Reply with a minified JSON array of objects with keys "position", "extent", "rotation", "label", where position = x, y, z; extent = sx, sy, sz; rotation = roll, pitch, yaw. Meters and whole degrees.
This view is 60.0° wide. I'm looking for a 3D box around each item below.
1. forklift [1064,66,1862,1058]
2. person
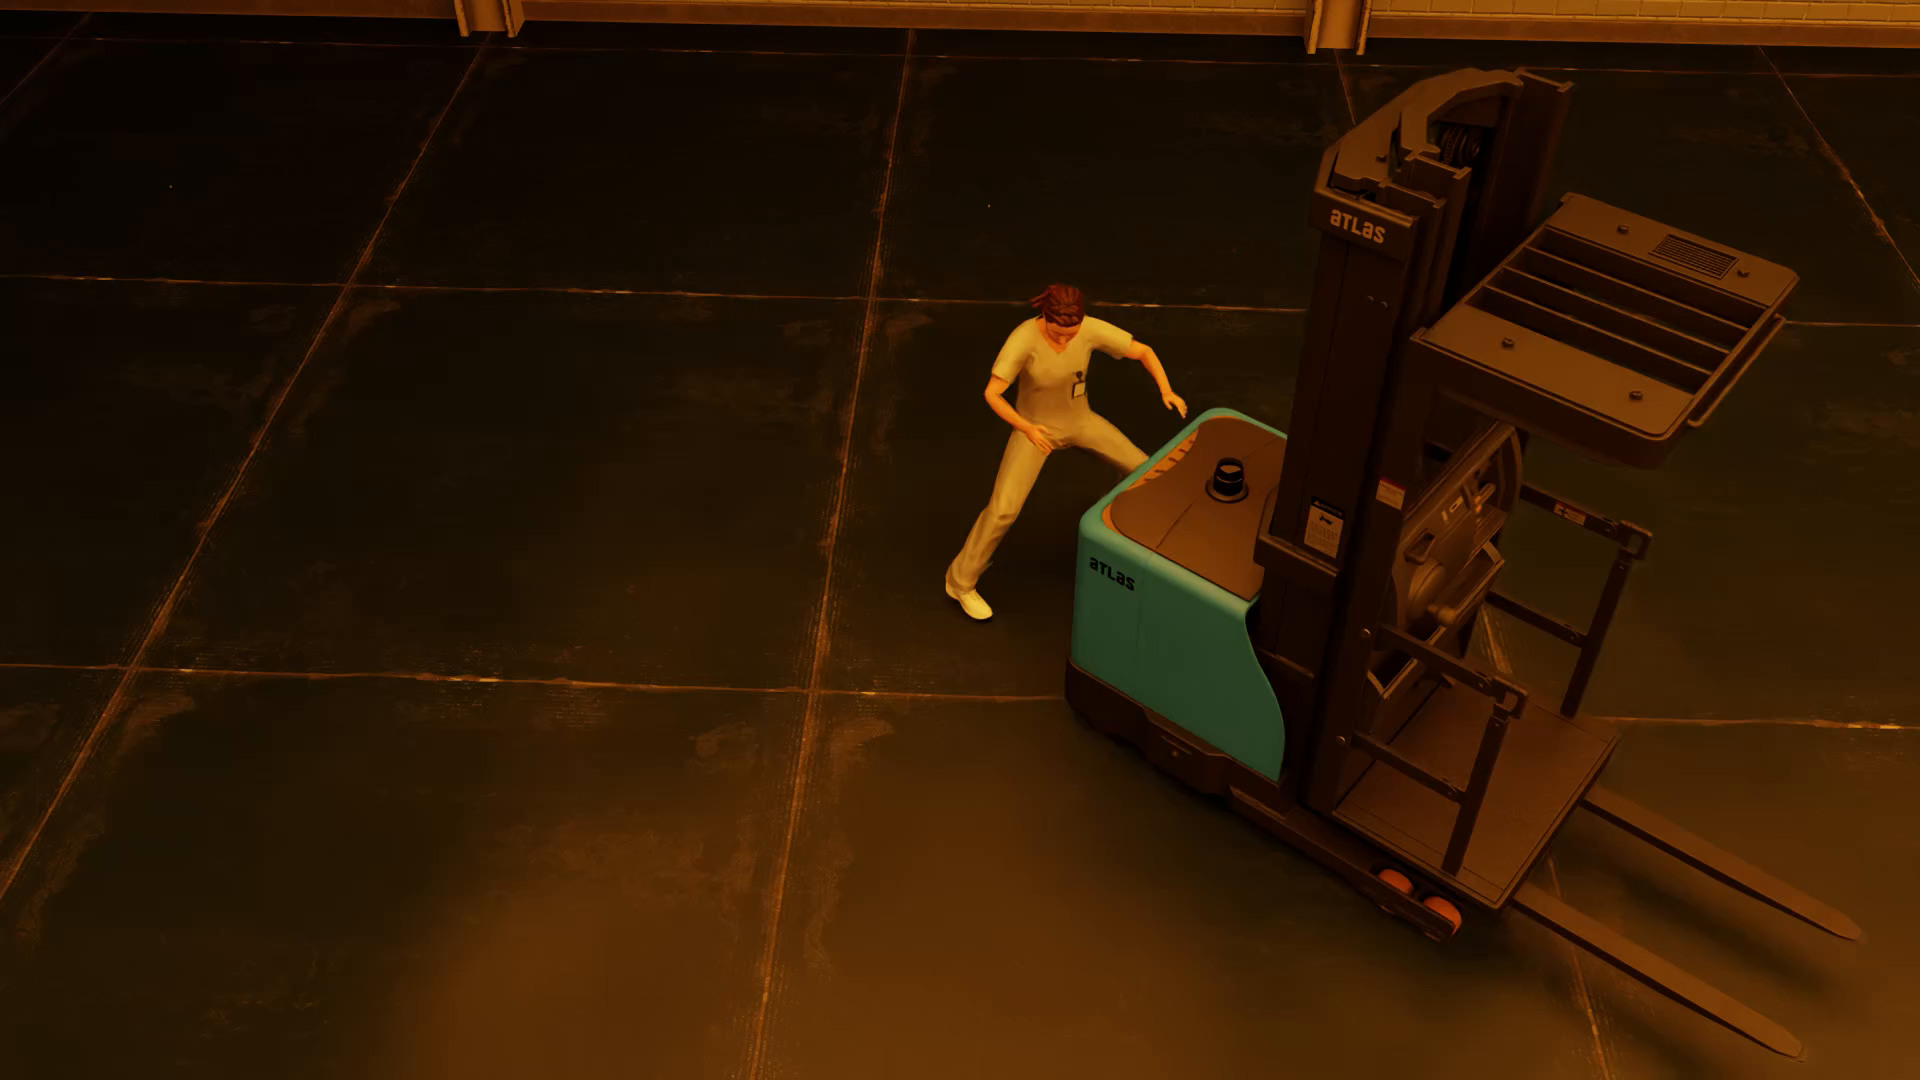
[{"position":[1.900,0.017,5.723],"extent":[3.031,2.935,1.130],"rotation":[29,50,28],"label":"forklift"},{"position":[0.511,-0.461,7.333],"extent":[1.243,1.461,0.678],"rotation":[-9,43,-10],"label":"person"}]
